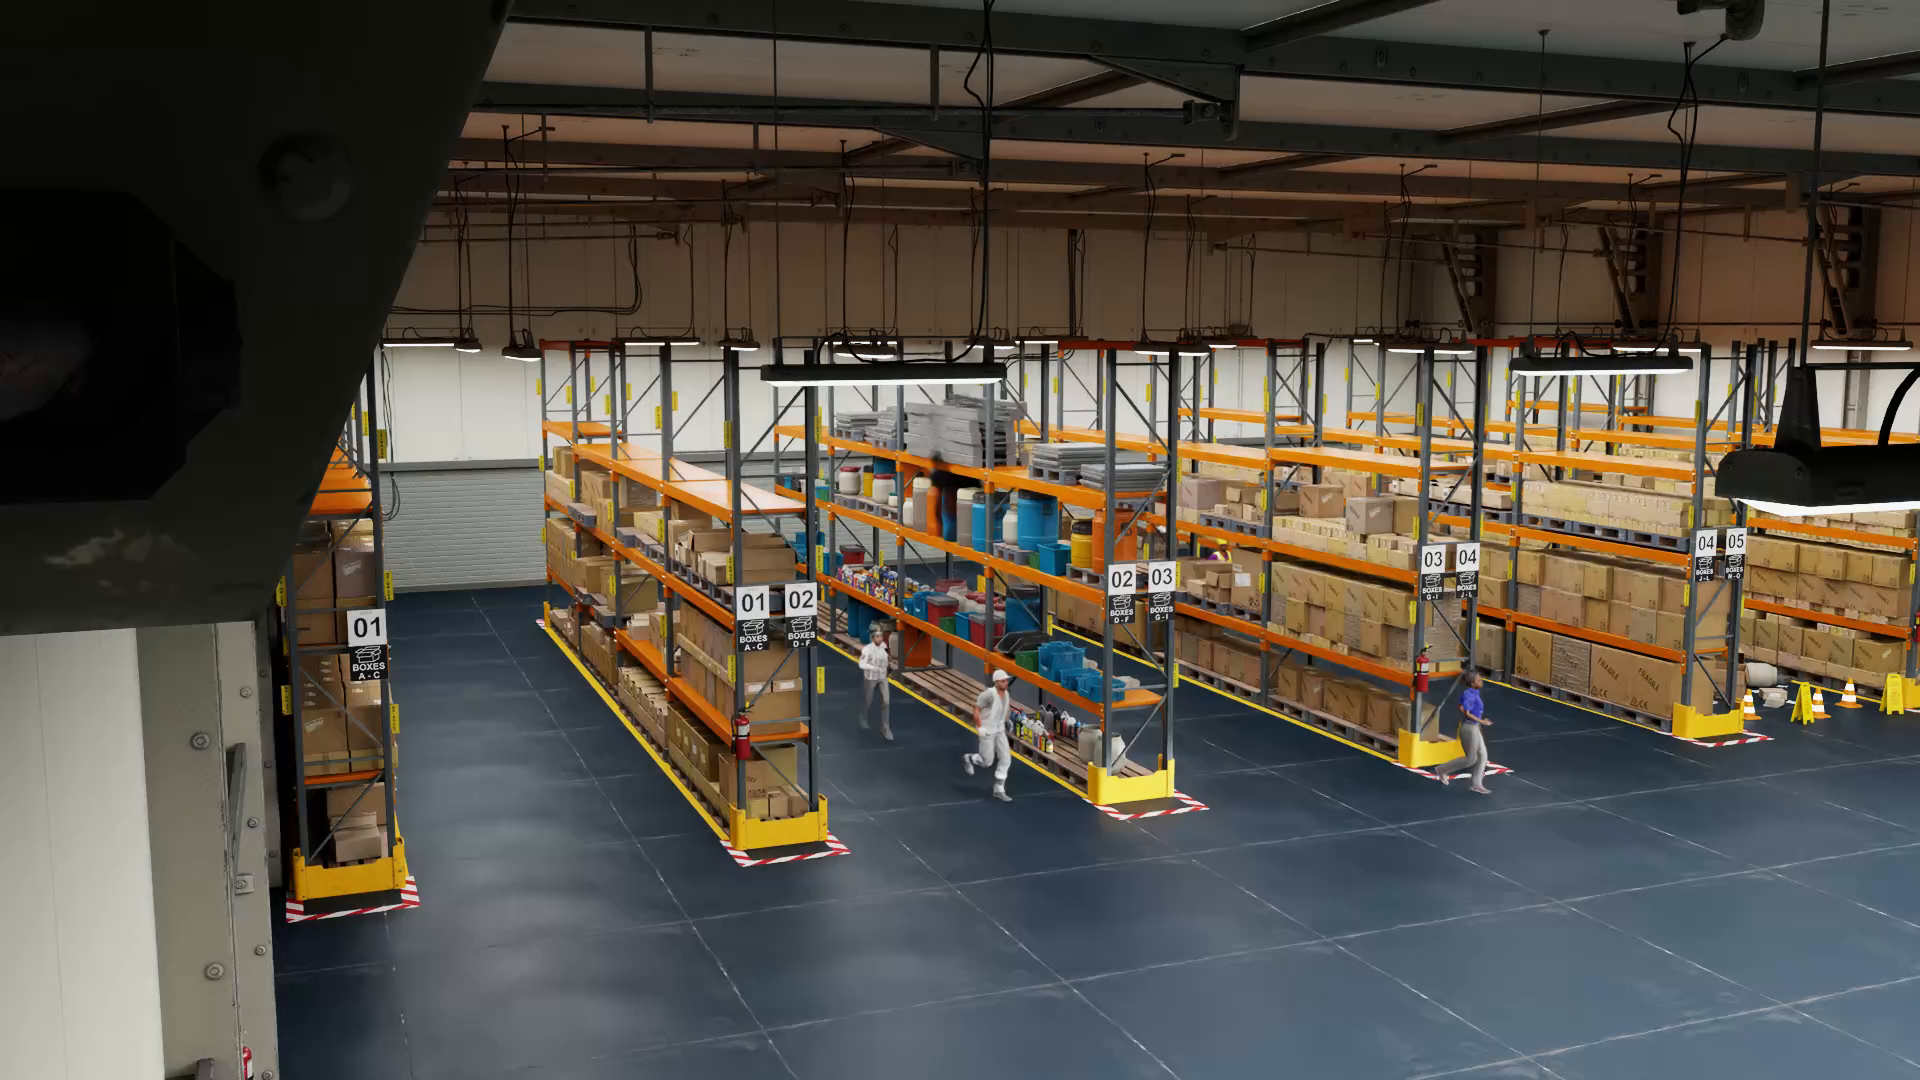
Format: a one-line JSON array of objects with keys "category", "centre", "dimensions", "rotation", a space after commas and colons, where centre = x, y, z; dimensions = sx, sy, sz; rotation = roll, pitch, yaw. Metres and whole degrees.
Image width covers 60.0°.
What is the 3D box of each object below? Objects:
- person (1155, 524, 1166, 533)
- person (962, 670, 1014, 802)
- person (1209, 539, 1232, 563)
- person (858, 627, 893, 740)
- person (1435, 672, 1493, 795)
[{"category": "person", "centre": [4.880, 0.176, 41.192], "dimensions": [0.633, 1.659, 0.545], "rotation": [5, 9, 32]}, {"category": "person", "centre": [0.394, 2.585, 22.370], "dimensions": [0.662, 1.759, 0.895], "rotation": [-7, 10, -43]}, {"category": "person", "centre": [5.662, 0.834, 35.728], "dimensions": [0.713, 1.736, 0.897], "rotation": [-3, 8, -20]}, {"category": "person", "centre": [-1.322, 2.163, 25.637], "dimensions": [0.562, 1.719, 0.857], "rotation": [-4, 8, -26]}, {"category": "person", "centre": [6.870, 2.607, 22.599], "dimensions": [0.757, 1.642, 0.587], "rotation": [3, 8, 19]}]
